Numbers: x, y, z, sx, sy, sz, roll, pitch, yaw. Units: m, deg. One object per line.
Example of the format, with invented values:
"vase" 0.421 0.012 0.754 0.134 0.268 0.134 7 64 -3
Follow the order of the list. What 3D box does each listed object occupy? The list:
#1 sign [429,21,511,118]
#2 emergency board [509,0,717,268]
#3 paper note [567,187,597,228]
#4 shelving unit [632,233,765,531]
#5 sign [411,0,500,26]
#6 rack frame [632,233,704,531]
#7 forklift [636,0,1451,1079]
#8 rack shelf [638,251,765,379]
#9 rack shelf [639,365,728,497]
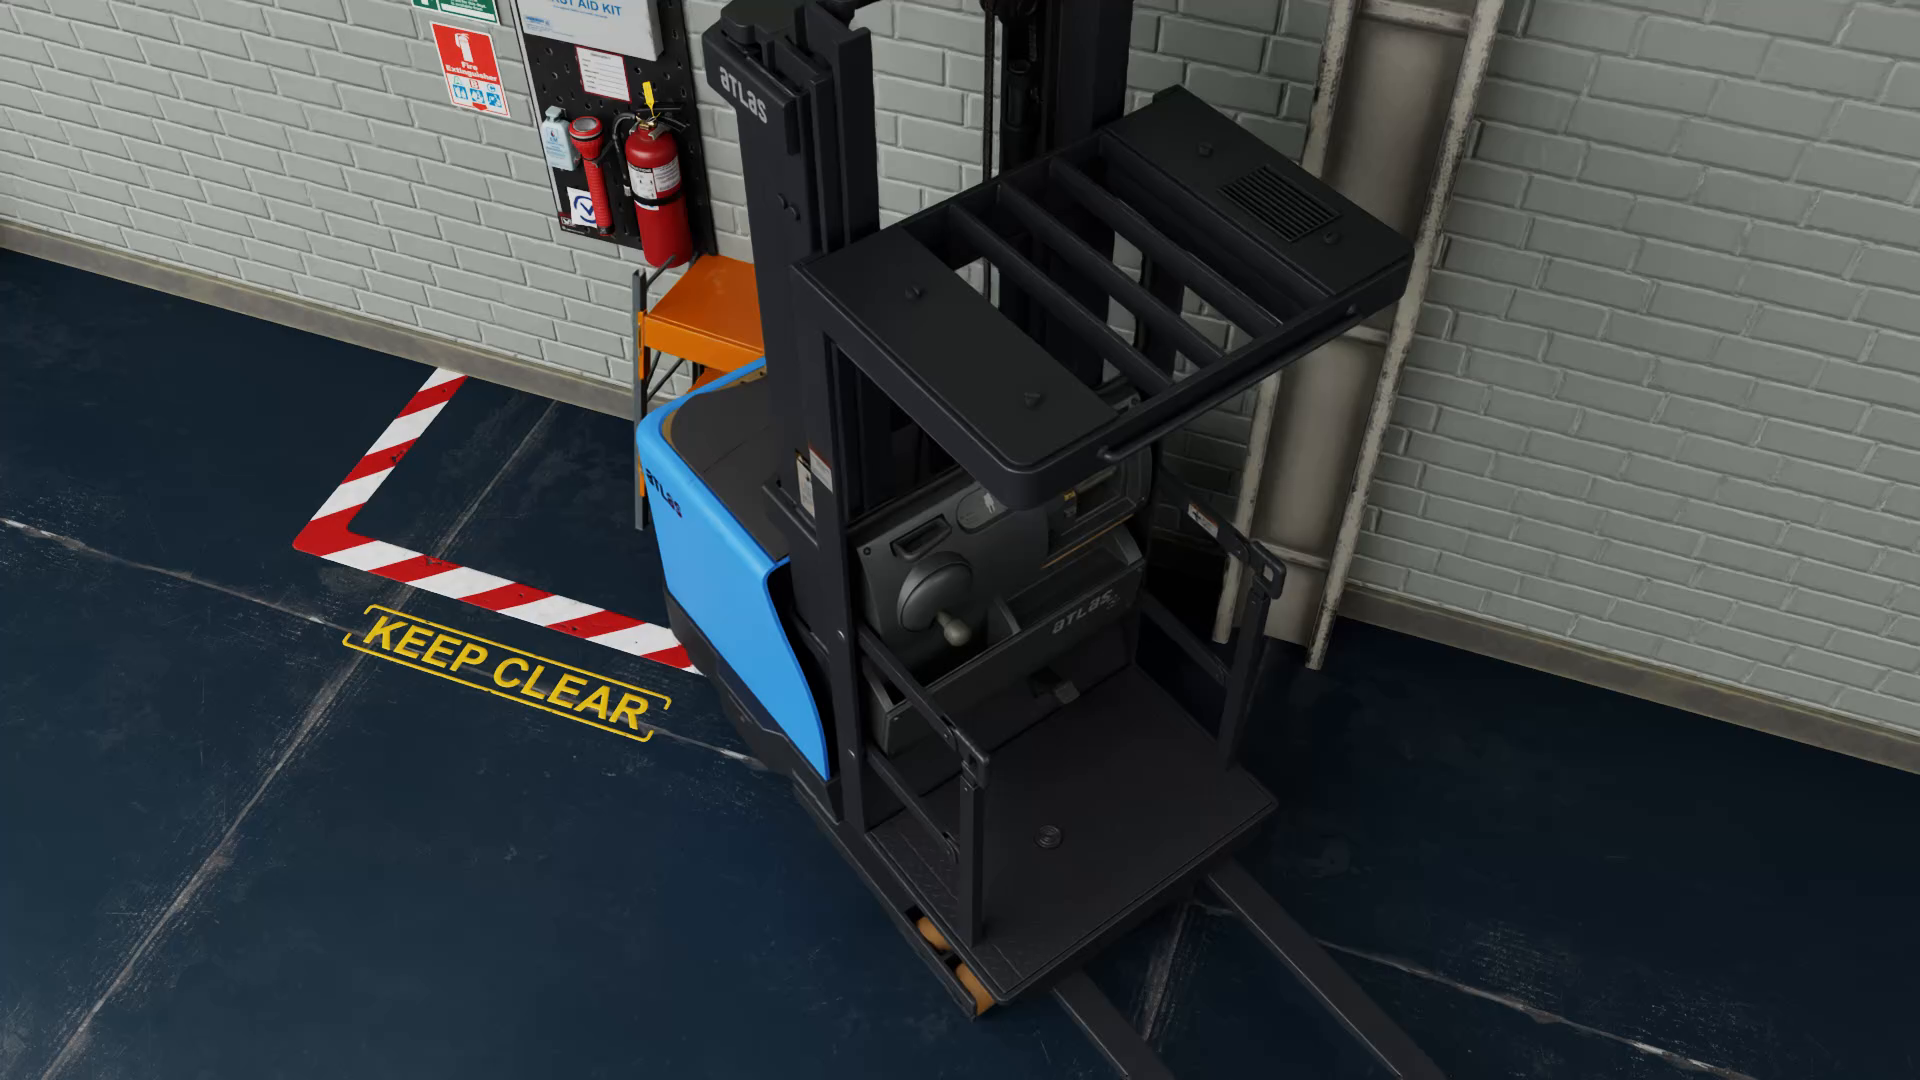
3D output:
"sign" -1.653 -1.586 5.616 0.234 0.329 0.001 16 51 13
"emergency board" -1.170 -1.357 5.441 0.643 1.169 0.194 16 51 13
"paper note" -1.312 -1.164 5.856 0.142 0.148 0.016 16 51 13
"shelving unit" -0.567 -0.442 5.897 1.048 1.125 0.538 18 43 10
"sign" -1.652 -1.752 5.410 0.331 0.109 0.001 16 51 13
"rack frame" -1.042 -0.601 5.984 0.032 1.125 0.500 18 43 10
"forklift" 0.264 0.037 4.278 1.130 2.935 3.031 -30 55 -23
"rack shelf" -0.531 -0.656 5.700 1.000 0.278 0.538 18 43 10
"rack shelf" -0.596 -0.264 6.061 1.000 0.278 0.538 18 43 10
